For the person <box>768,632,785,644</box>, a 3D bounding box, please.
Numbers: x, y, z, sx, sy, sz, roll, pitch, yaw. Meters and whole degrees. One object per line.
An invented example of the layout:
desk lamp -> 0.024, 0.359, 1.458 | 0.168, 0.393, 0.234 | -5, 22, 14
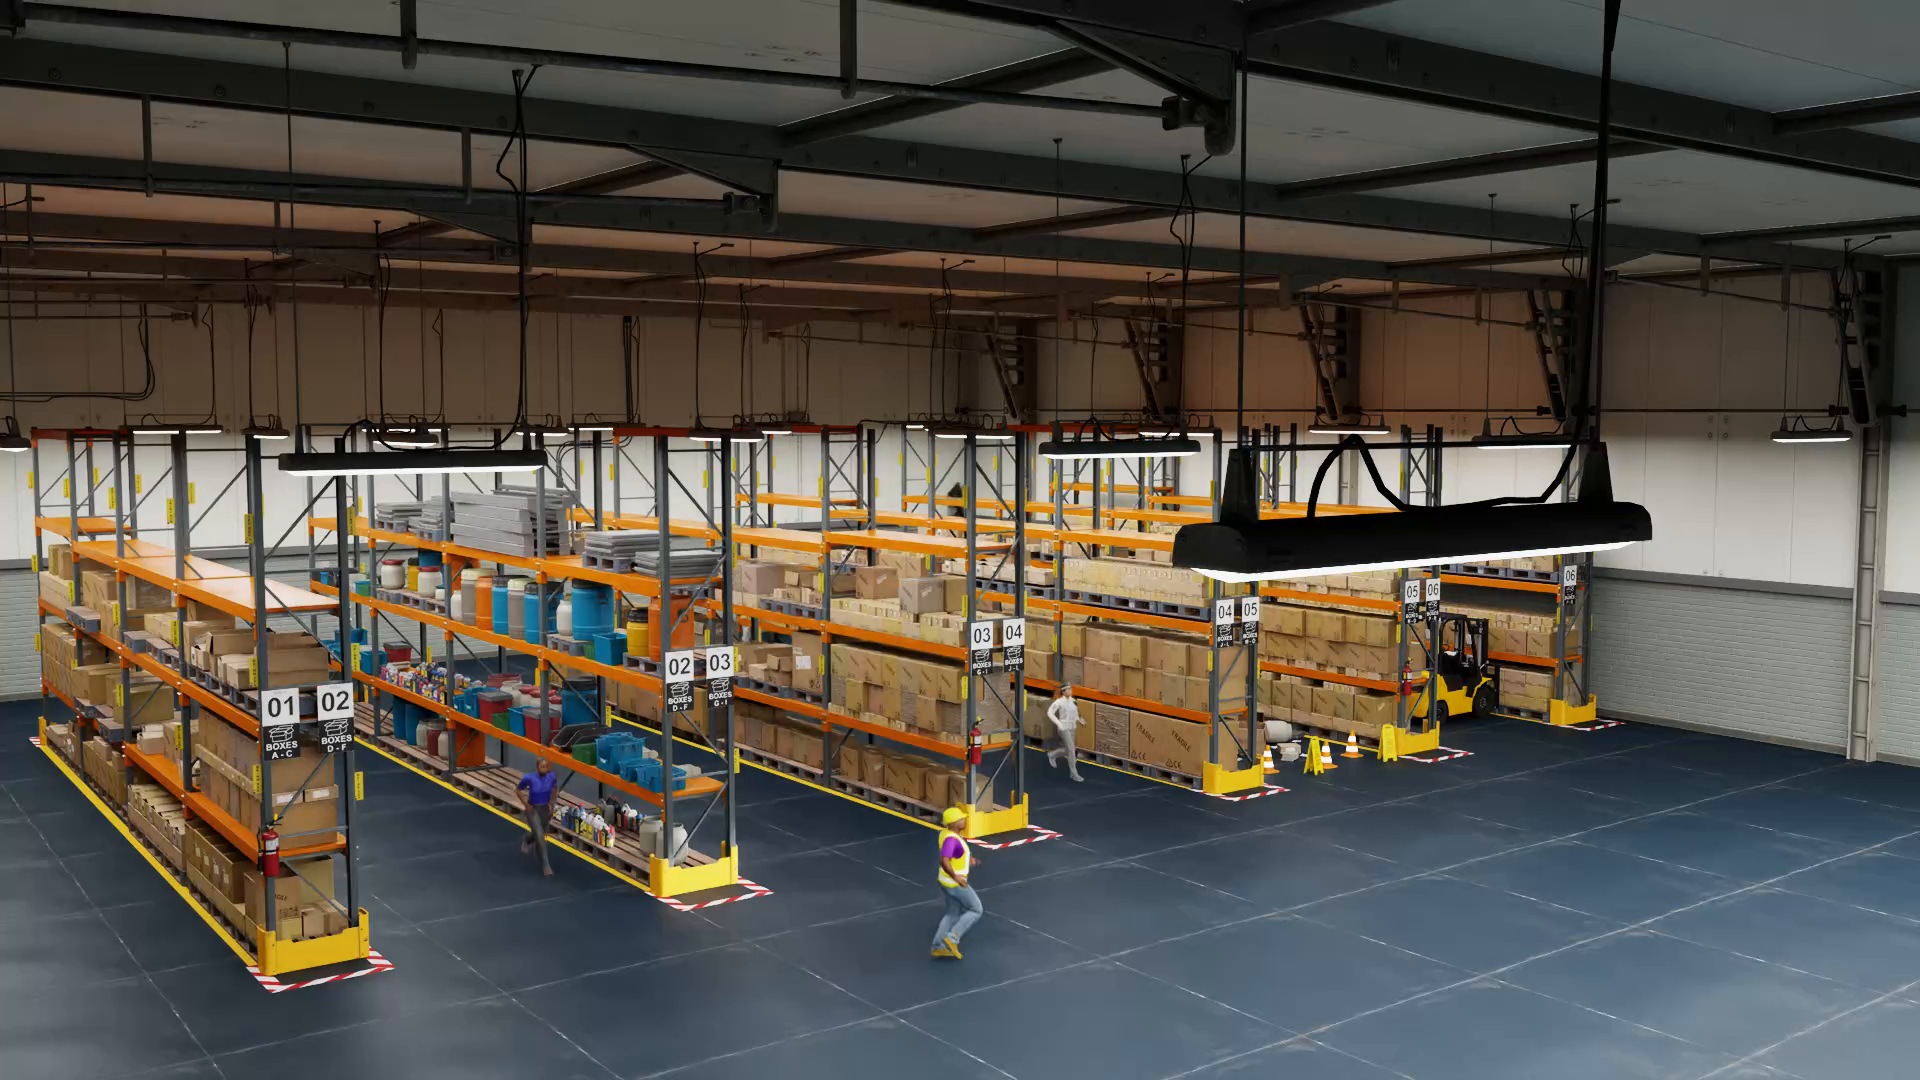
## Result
person -> -4.690, 2.258, 42.133 | 0.779, 1.530, 0.614 | 1, 5, 13

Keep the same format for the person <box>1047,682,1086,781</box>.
person -> 1.797, 3.263, 28.585 | 0.826, 1.694, 0.618 | 4, 6, 41

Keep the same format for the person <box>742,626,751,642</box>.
person -> -5.259, 2.196, 41.844 | 0.561, 1.713, 0.757 | -2, 5, -20

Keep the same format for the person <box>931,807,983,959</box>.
person -> -0.022, 3.948, 19.183 | 0.654, 1.742, 0.675 | -1, 5, -16

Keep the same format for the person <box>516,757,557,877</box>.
person -> -5.840, 3.746, 22.876 | 0.583, 1.634, 0.935 | -3, 5, -35
